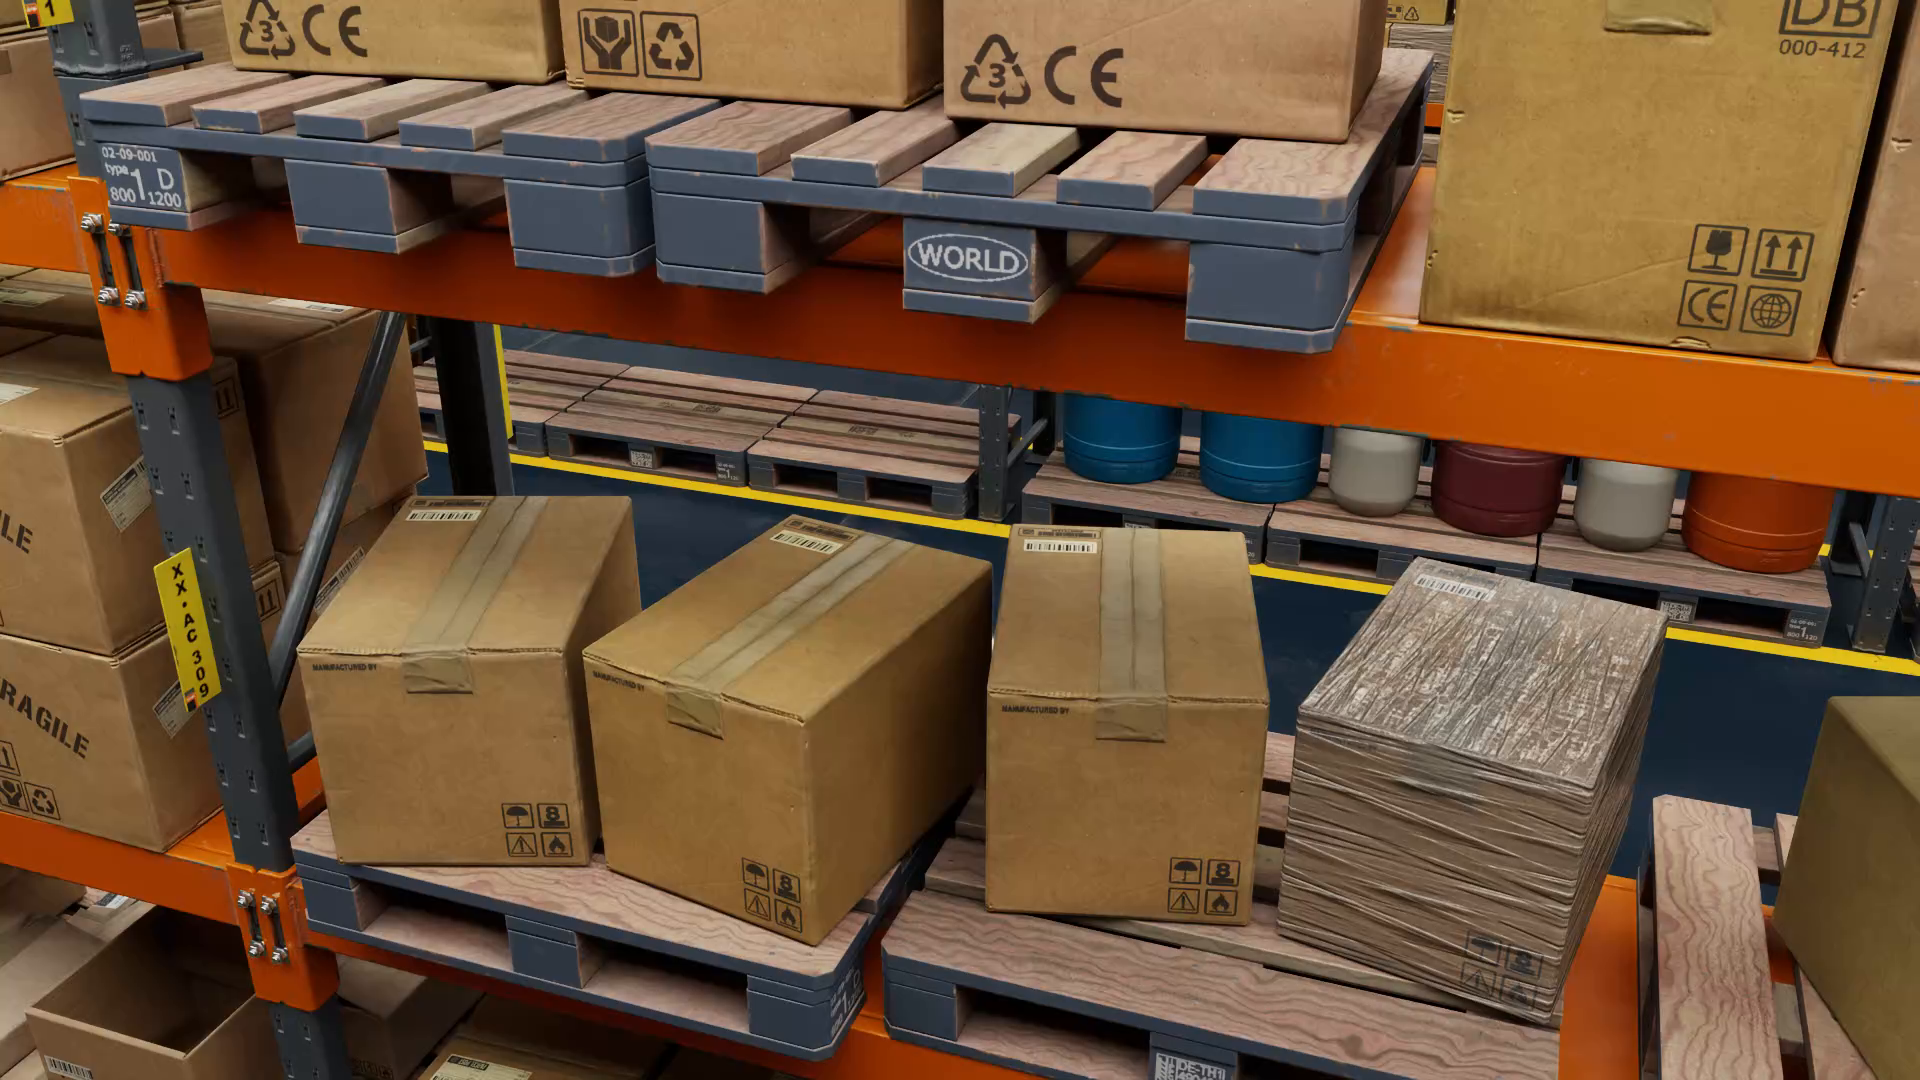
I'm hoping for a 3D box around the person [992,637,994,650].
[{"bbox_3d":[-0.126,0.594,5.800,0.582,0.993,0.909,8,27,17],"label":"person"}]
